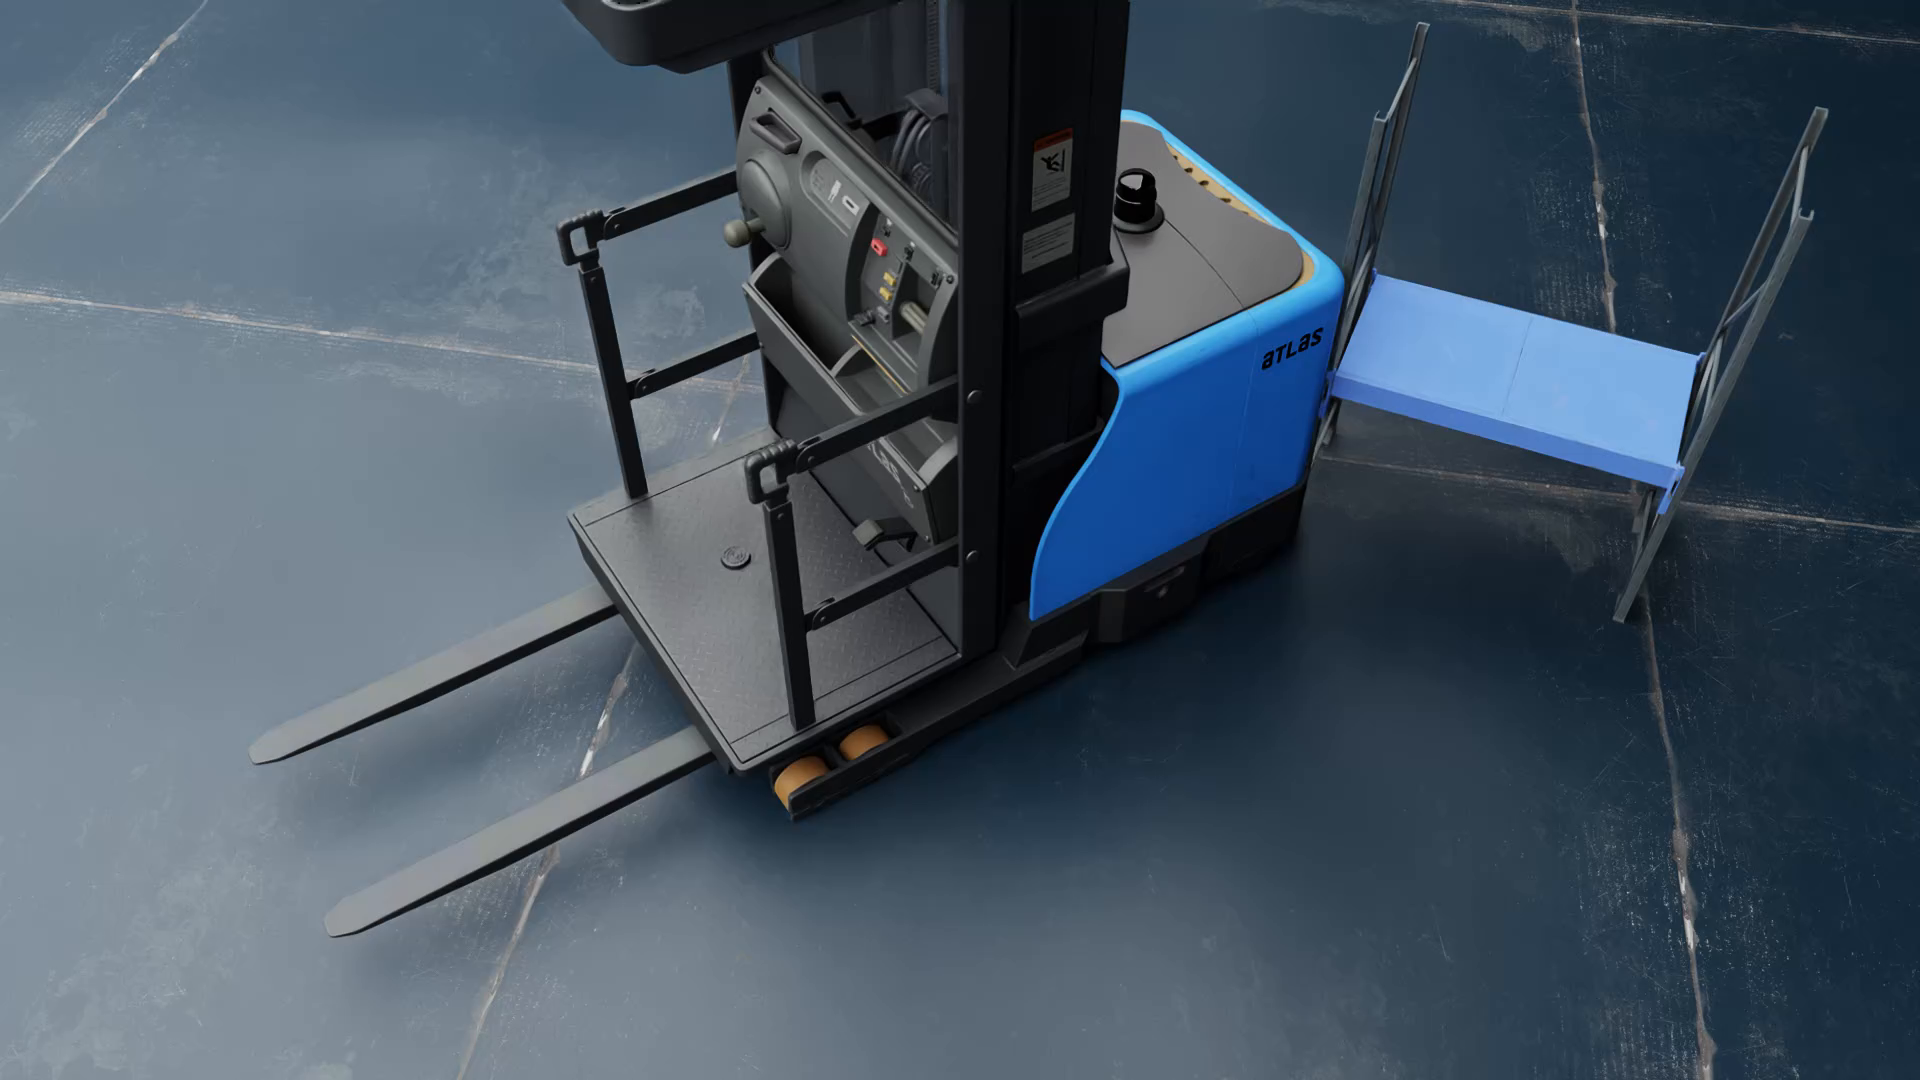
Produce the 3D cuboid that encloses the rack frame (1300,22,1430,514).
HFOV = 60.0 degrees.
[{"bbox_3d":[1.155,-0.724,4.892,0.032,1.500,0.500,18,50,15],"label":"rack frame"}]

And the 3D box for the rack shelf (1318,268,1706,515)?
[{"bbox_3d":[1.621,-0.454,4.892,1.000,0.185,0.538,18,50,15],"label":"rack shelf"}]

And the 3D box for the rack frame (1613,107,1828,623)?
[{"bbox_3d":[2.088,-0.425,4.623,0.032,1.500,0.500,18,50,15],"label":"rack frame"}]

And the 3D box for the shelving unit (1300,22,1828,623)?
[{"bbox_3d":[1.621,-0.574,4.758,1.048,1.500,0.538,18,50,15],"label":"shelving unit"}]

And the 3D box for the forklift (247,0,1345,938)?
[{"bbox_3d":[-0.458,-0.679,3.889,3.031,2.935,1.130,-26,53,-21],"label":"forklift"}]
